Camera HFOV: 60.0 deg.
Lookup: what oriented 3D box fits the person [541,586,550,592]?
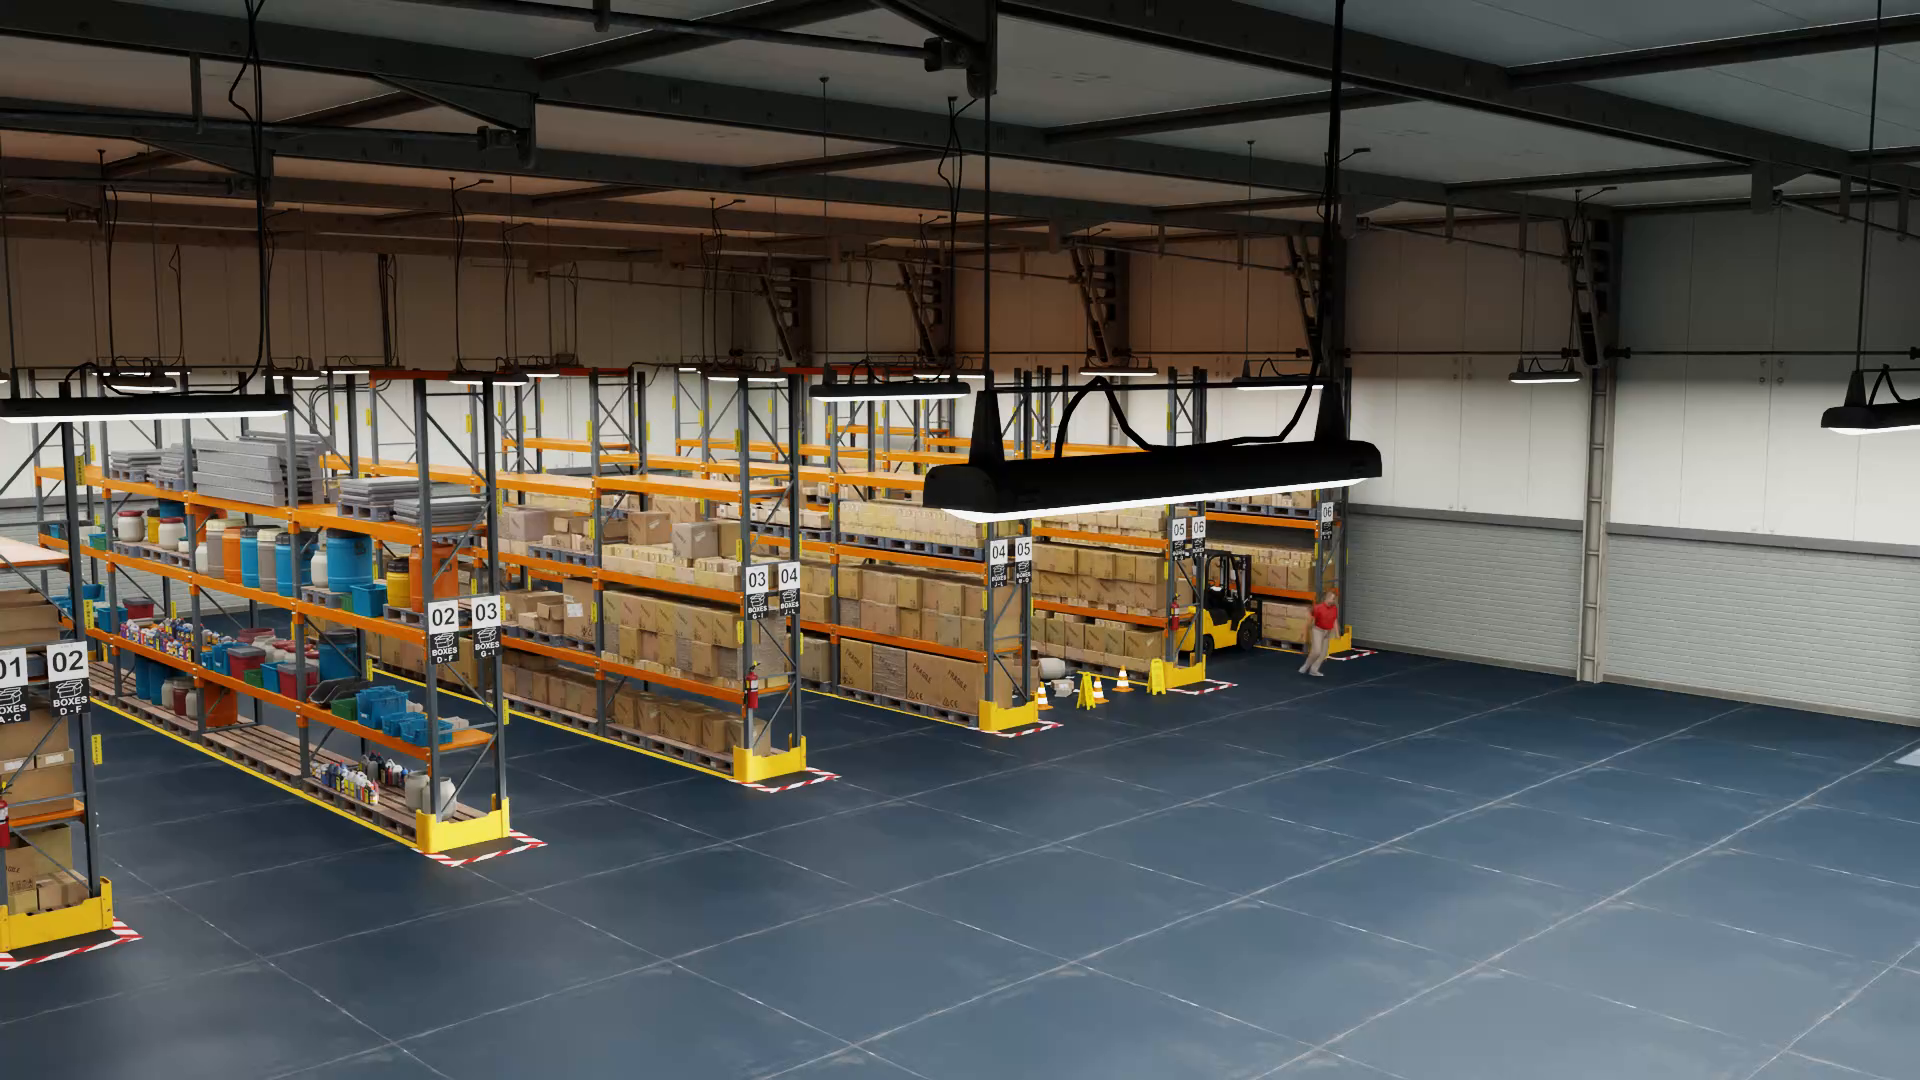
[{"bbox_3d":[-8.744,1.688,34.541,0.716,1.518,0.514,4,7,29],"label":"person"}]

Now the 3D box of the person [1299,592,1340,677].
[{"bbox_3d":[7.028,1.839,32.477,0.708,1.690,0.570,-4,7,-30],"label":"person"}]
